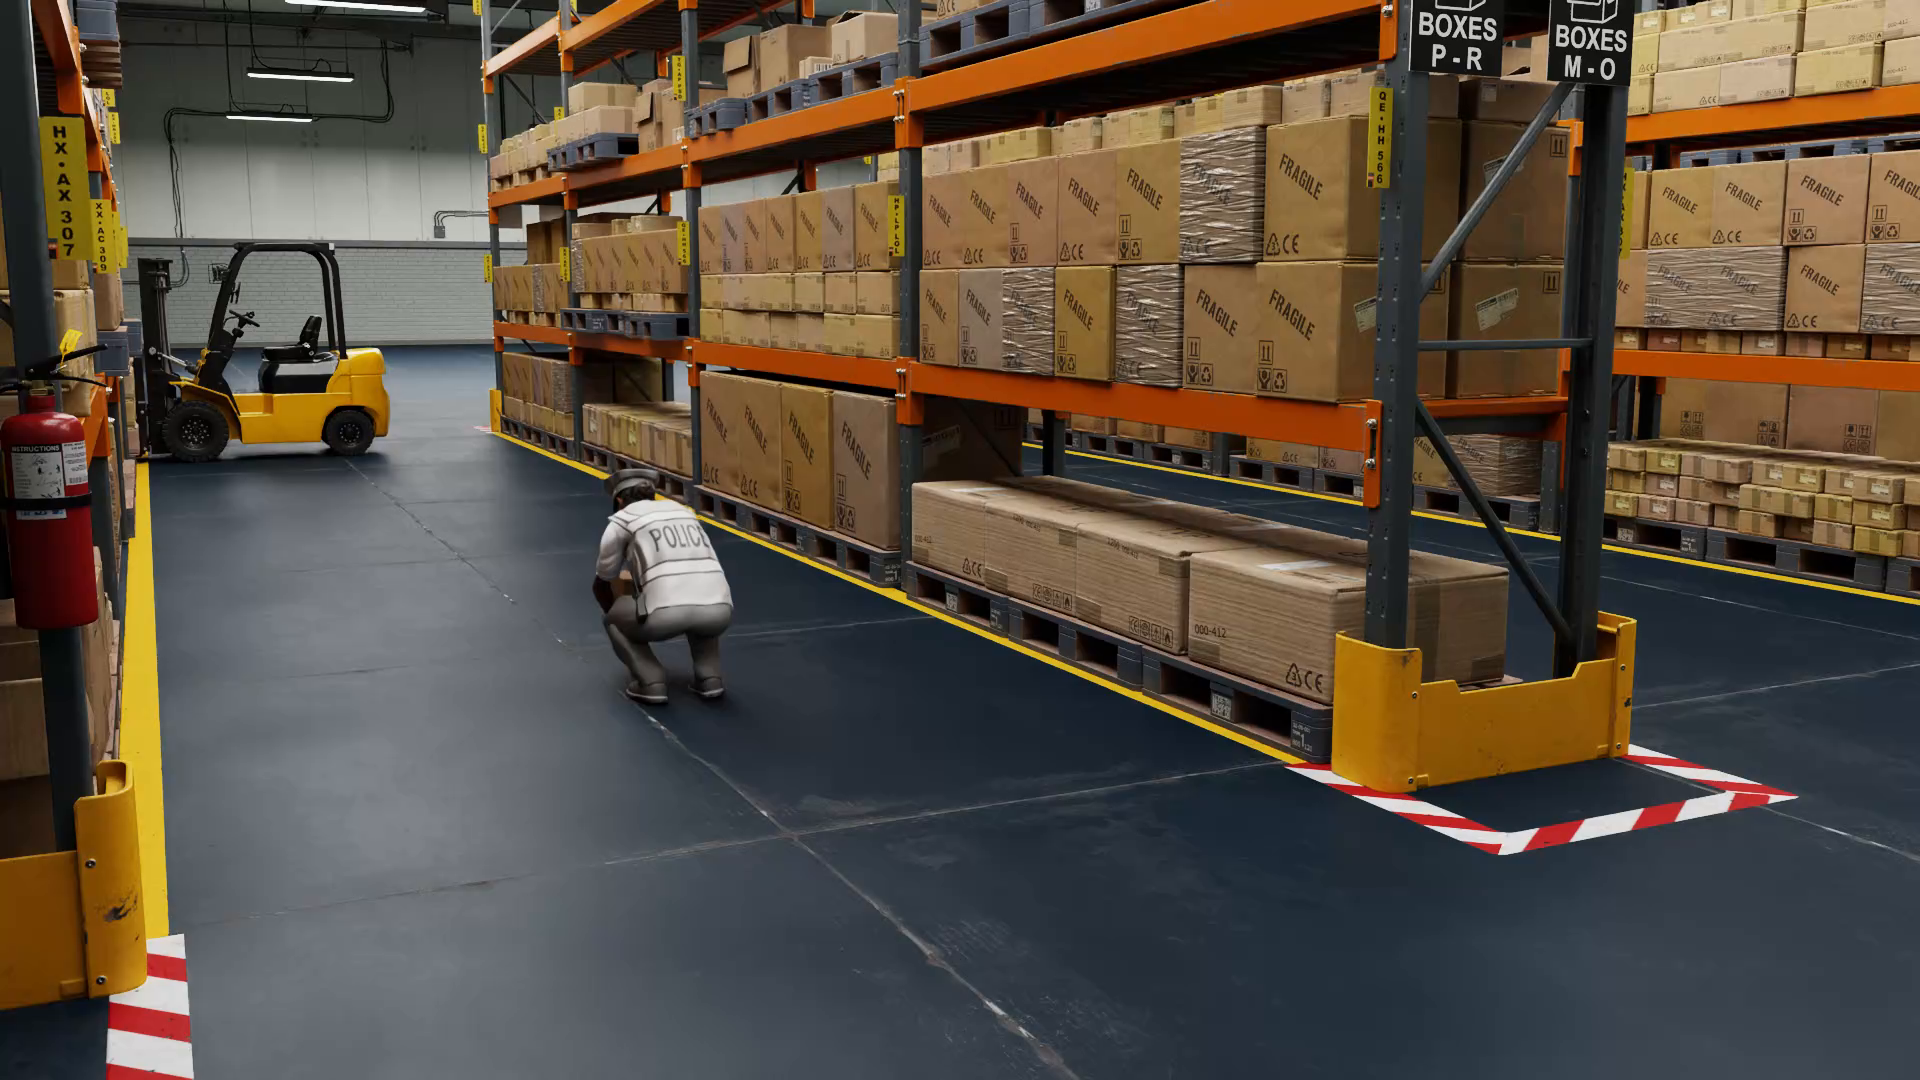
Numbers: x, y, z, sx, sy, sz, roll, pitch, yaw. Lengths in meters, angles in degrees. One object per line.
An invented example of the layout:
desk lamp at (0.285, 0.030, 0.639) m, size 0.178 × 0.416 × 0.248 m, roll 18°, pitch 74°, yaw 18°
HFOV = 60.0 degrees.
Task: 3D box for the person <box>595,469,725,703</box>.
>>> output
person at (-1.283, 0.179, 7.099) m, size 0.491 × 0.947 × 0.713 m, roll -4°, pitch 10°, yaw -26°
